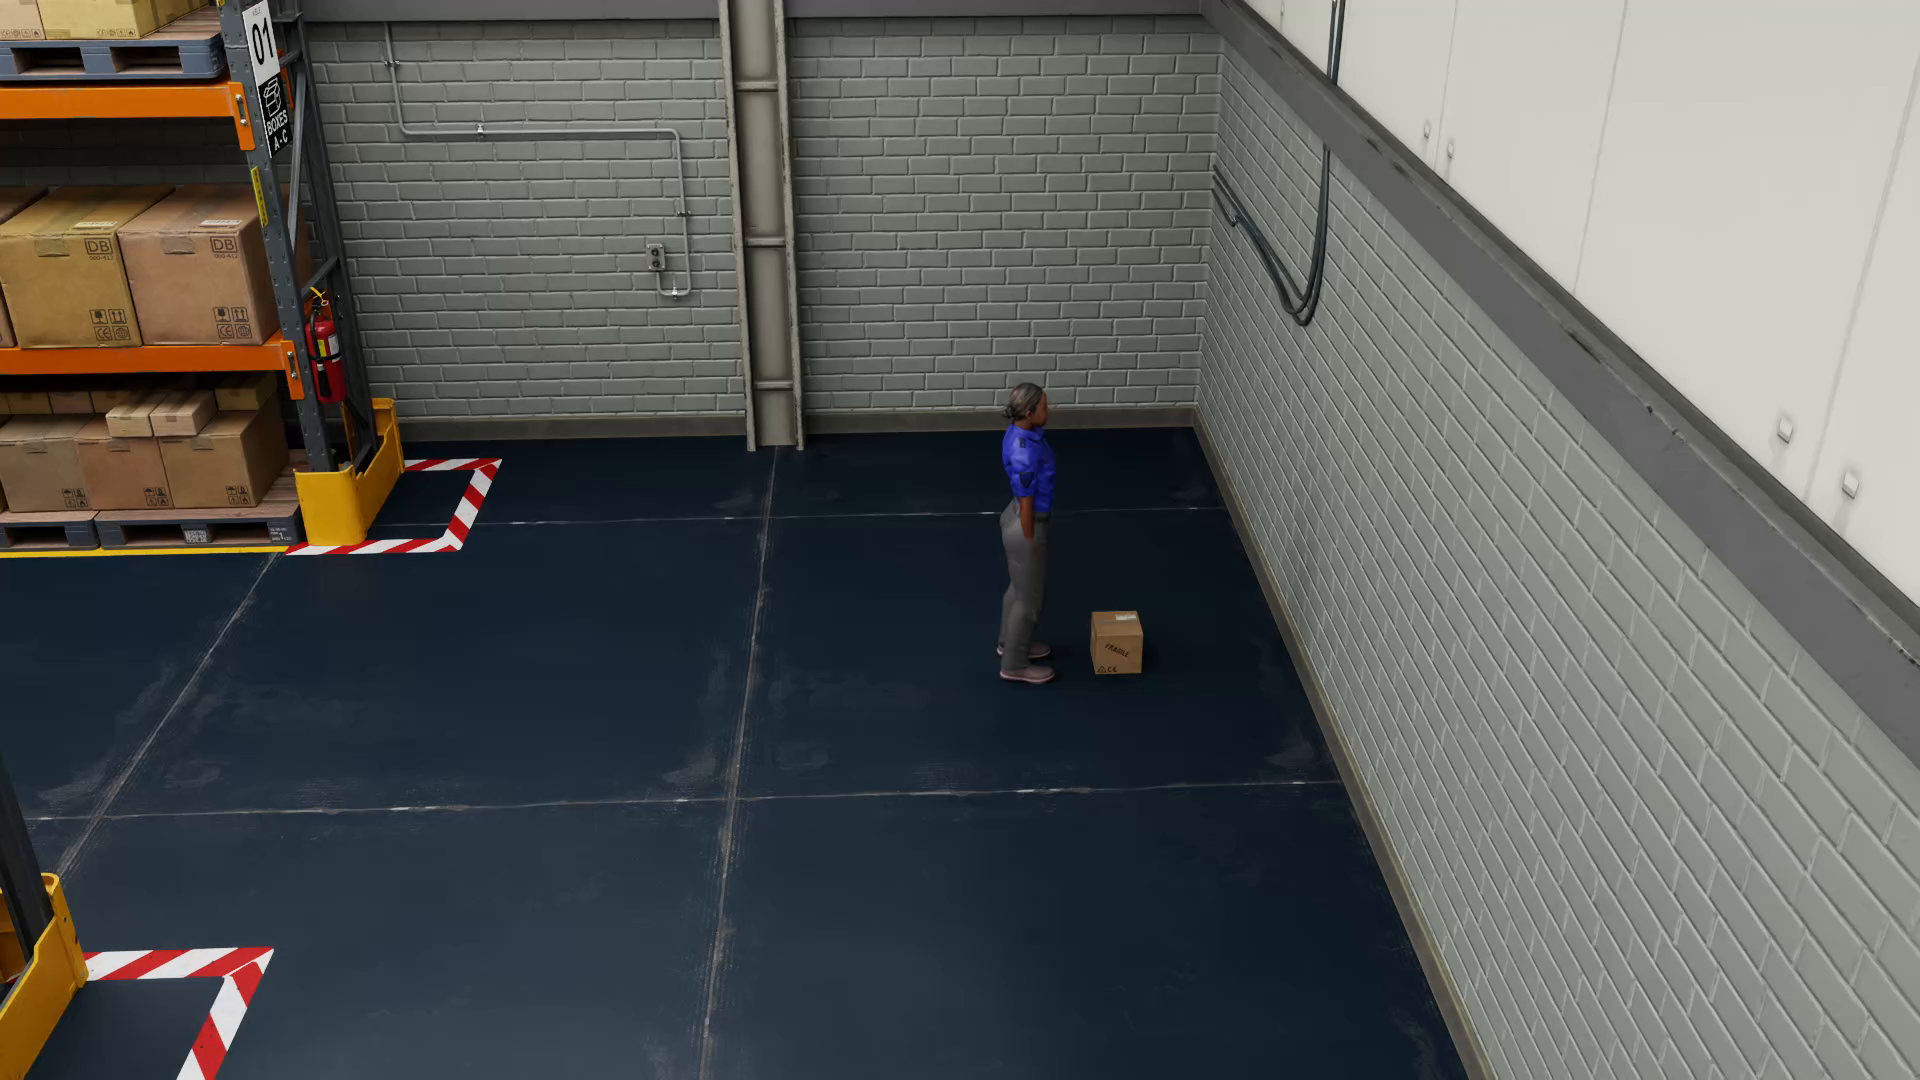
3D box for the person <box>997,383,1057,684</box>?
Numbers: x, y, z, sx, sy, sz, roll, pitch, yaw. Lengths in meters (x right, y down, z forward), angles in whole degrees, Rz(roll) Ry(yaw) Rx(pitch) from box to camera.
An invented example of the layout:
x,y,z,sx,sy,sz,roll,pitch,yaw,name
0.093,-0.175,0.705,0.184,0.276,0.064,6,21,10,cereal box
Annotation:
x,y,z,sx,sy,sz,roll,pitch,yaw,name
0.355,-0.047,8.735,0.304,1.642,0.435,-1,28,-1,person
